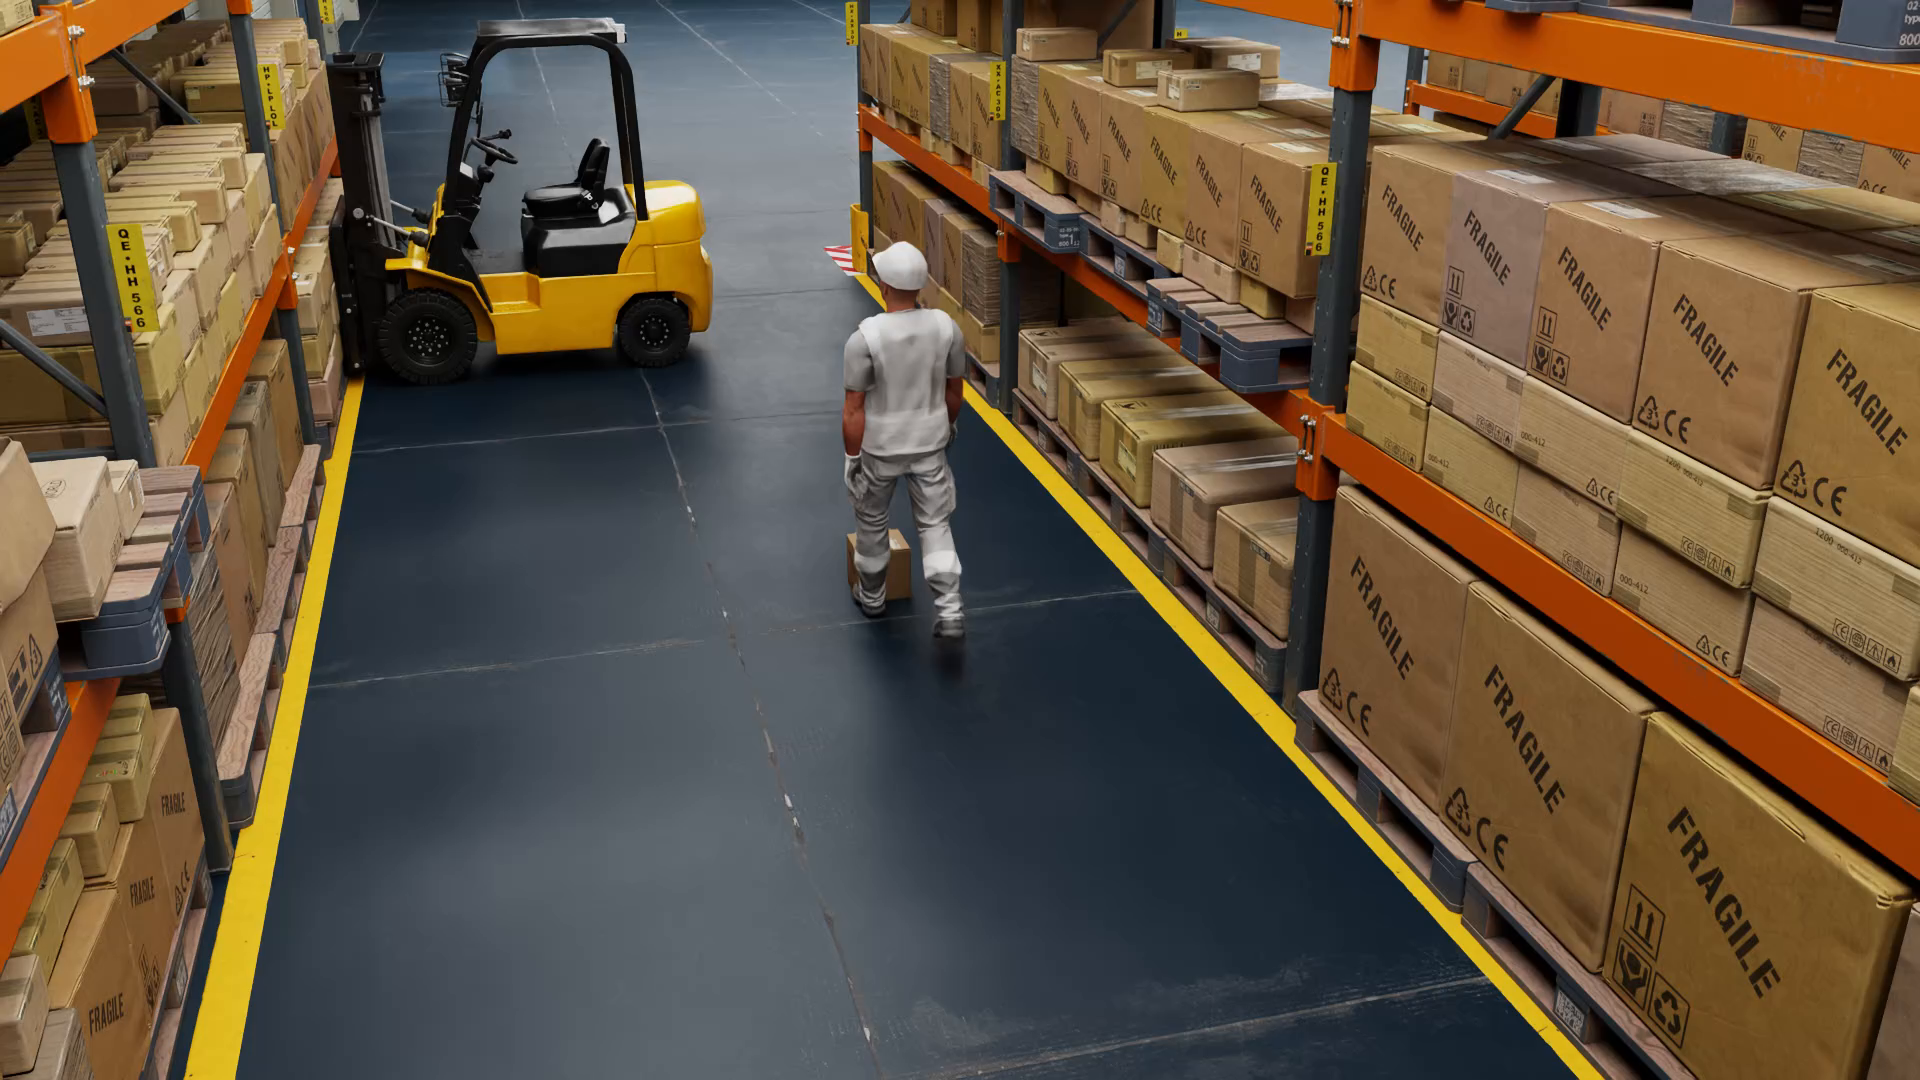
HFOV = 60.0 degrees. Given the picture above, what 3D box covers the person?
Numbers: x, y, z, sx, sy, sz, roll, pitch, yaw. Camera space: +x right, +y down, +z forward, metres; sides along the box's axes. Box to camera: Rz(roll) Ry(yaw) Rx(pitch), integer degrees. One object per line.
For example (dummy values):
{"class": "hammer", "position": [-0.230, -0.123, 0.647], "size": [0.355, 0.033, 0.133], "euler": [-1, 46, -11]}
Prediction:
{"class": "person", "position": [-0.250, -0.415, 7.058], "size": [0.556, 1.761, 0.912], "euler": [-6, 23, -13]}
